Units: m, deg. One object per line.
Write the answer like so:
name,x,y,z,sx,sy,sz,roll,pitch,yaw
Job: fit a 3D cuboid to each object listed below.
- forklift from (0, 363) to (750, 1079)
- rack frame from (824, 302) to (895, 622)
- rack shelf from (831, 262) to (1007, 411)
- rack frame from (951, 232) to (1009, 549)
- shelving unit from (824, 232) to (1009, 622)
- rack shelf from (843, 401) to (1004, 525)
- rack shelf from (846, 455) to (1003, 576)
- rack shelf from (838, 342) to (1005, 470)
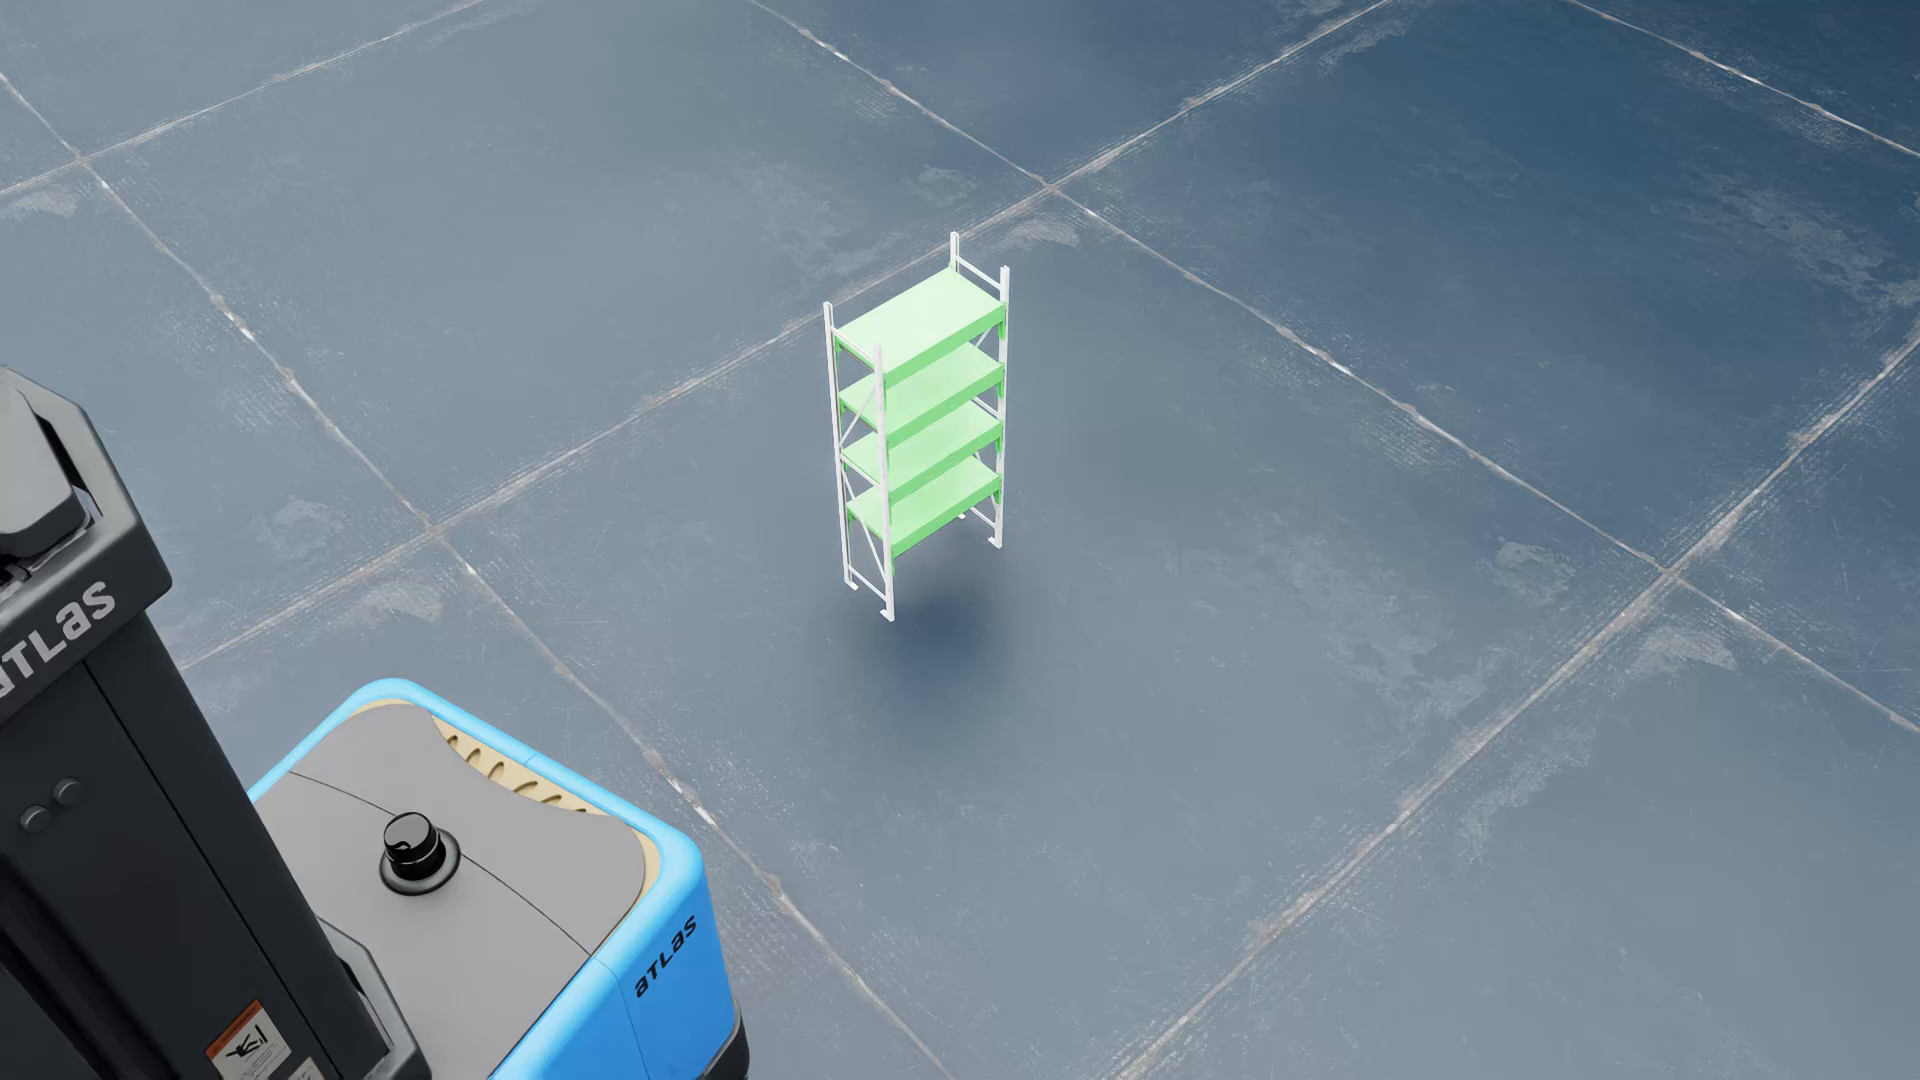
forklift,-1.751,1.153,2.692,1.130,2.935,3.031,24,52,21
rack frame,-0.303,-0.204,5.122,0.015,1.200,0.240,-34,56,-27
rack shelf,-0.122,-0.607,4.928,0.480,0.148,0.258,-34,56,-27
rack frame,0.058,-0.446,5.345,0.015,1.200,0.240,-34,56,-27
shelving unit,-0.122,-0.325,5.234,0.503,1.200,0.258,-34,56,-27
rack shelf,-0.122,-0.282,5.280,0.480,0.148,0.258,-34,56,-27
rack shelf,-0.122,-0.119,5.457,0.480,0.148,0.258,-34,56,-27
rack shelf,-0.122,-0.444,5.104,0.480,0.148,0.258,-34,56,-27
